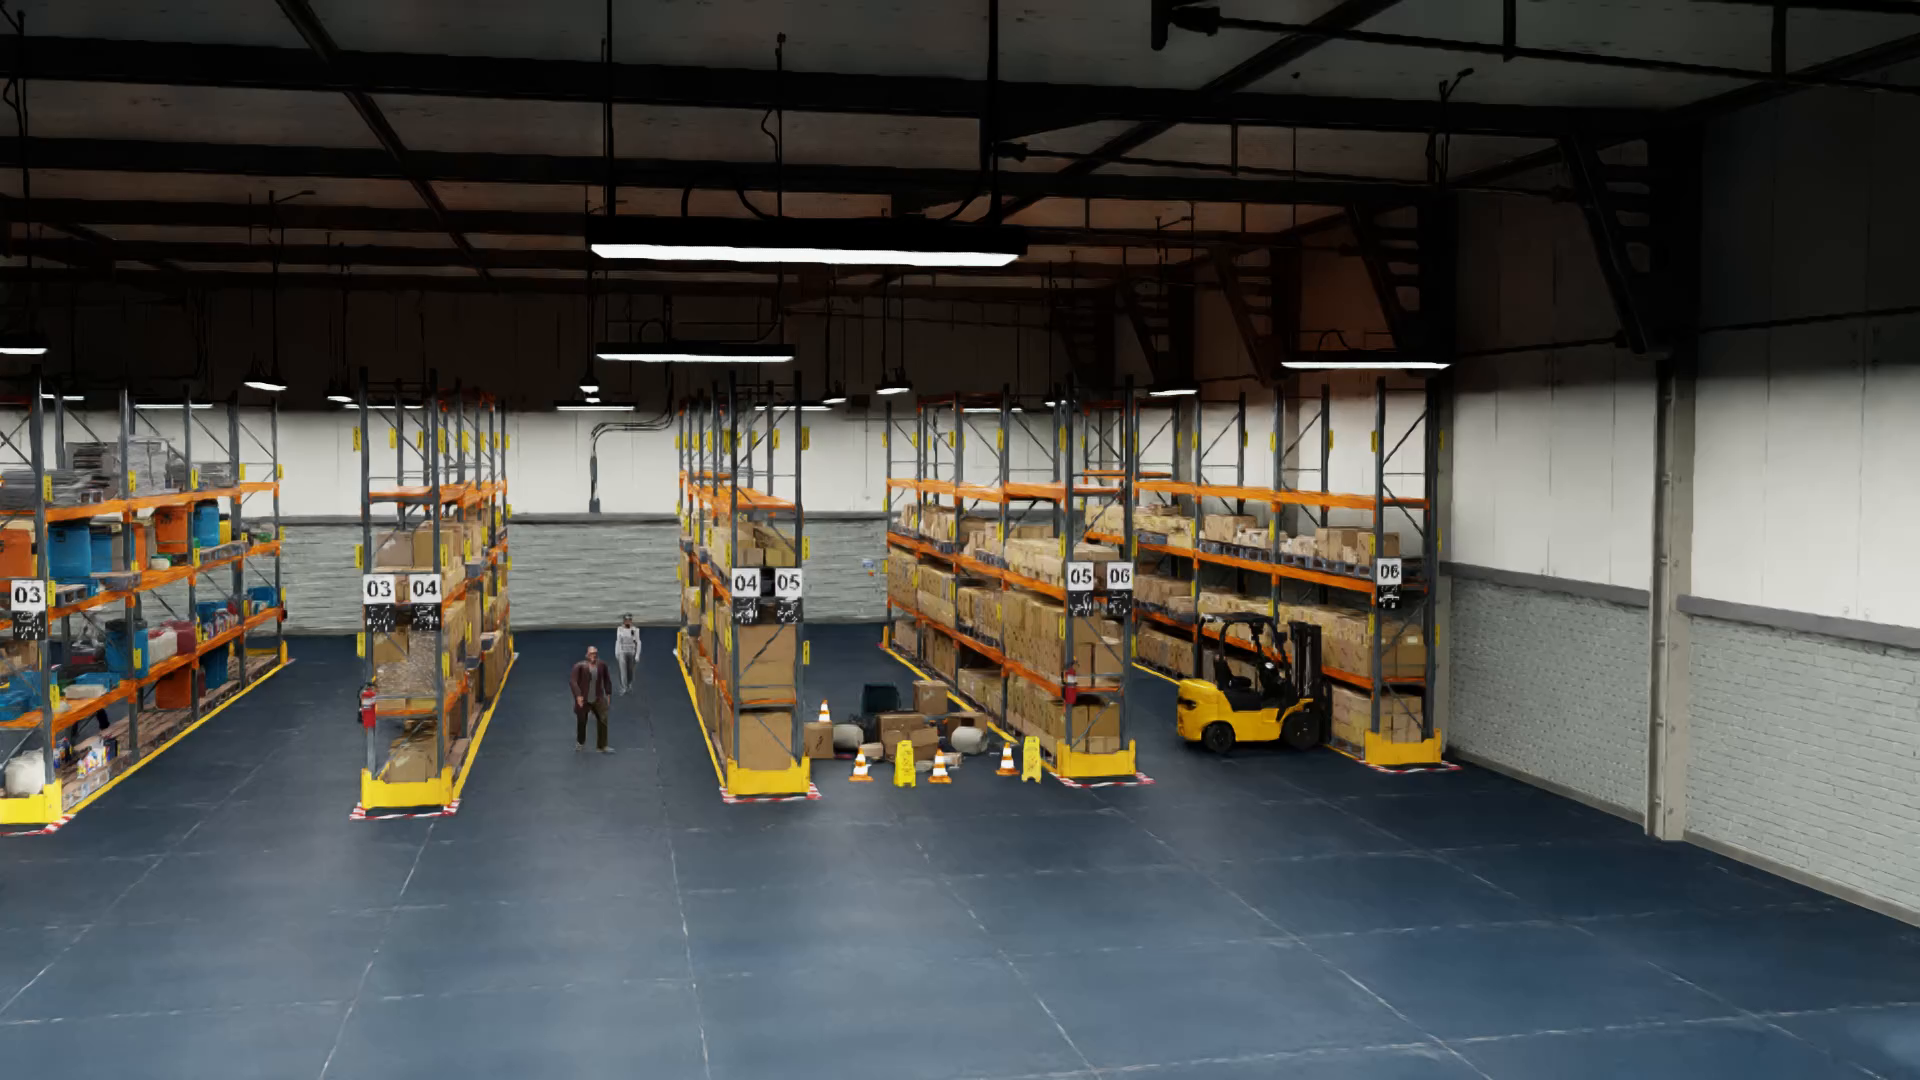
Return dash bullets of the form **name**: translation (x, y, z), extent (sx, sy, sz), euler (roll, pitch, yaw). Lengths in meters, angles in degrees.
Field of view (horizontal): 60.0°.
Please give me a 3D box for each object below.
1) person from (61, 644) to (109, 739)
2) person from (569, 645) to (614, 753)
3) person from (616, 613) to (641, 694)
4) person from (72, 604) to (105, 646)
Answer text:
- **person**: translation (-14.697, 2.532, 27.993), extent (0.478, 1.579, 1.004), euler (0, 3, -3)
- **person**: translation (-5.936, 2.541, 26.715), extent (0.722, 1.736, 0.826), euler (-2, 4, -25)
- **person**: translation (-6.575, 2.224, 32.987), extent (0.488, 1.590, 1.079), euler (-1, 4, -14)
- **person**: translation (-21.277, 1.714, 40.529), extent (0.473, 1.766, 0.714), euler (2, 4, 28)
